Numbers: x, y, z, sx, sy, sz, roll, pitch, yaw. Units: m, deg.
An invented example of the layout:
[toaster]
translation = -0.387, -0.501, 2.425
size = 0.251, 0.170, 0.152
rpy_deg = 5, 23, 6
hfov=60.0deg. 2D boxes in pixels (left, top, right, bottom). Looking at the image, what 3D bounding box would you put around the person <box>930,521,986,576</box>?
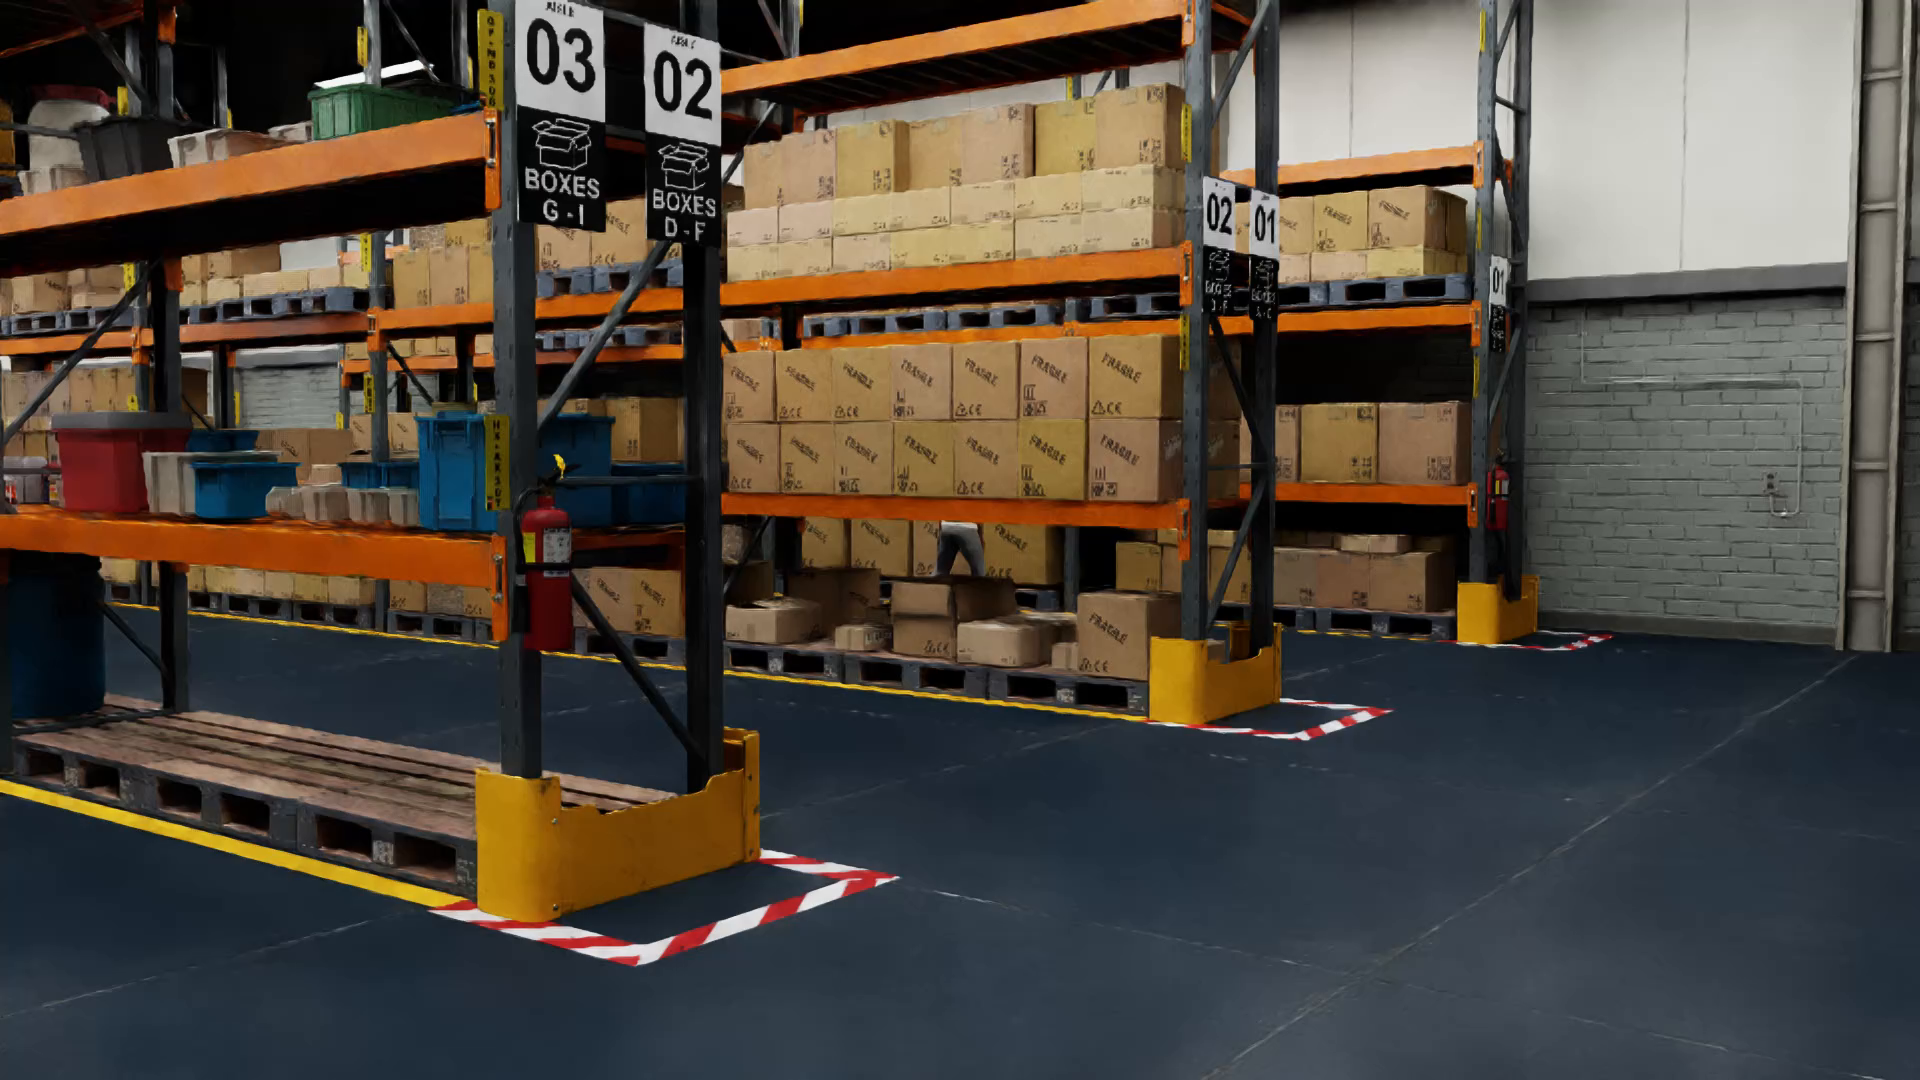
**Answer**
[person]
translation = -0.016, -0.057, 15.238
size = 0.555, 1.666, 0.589
rpy_deg = -3, 4, -43
